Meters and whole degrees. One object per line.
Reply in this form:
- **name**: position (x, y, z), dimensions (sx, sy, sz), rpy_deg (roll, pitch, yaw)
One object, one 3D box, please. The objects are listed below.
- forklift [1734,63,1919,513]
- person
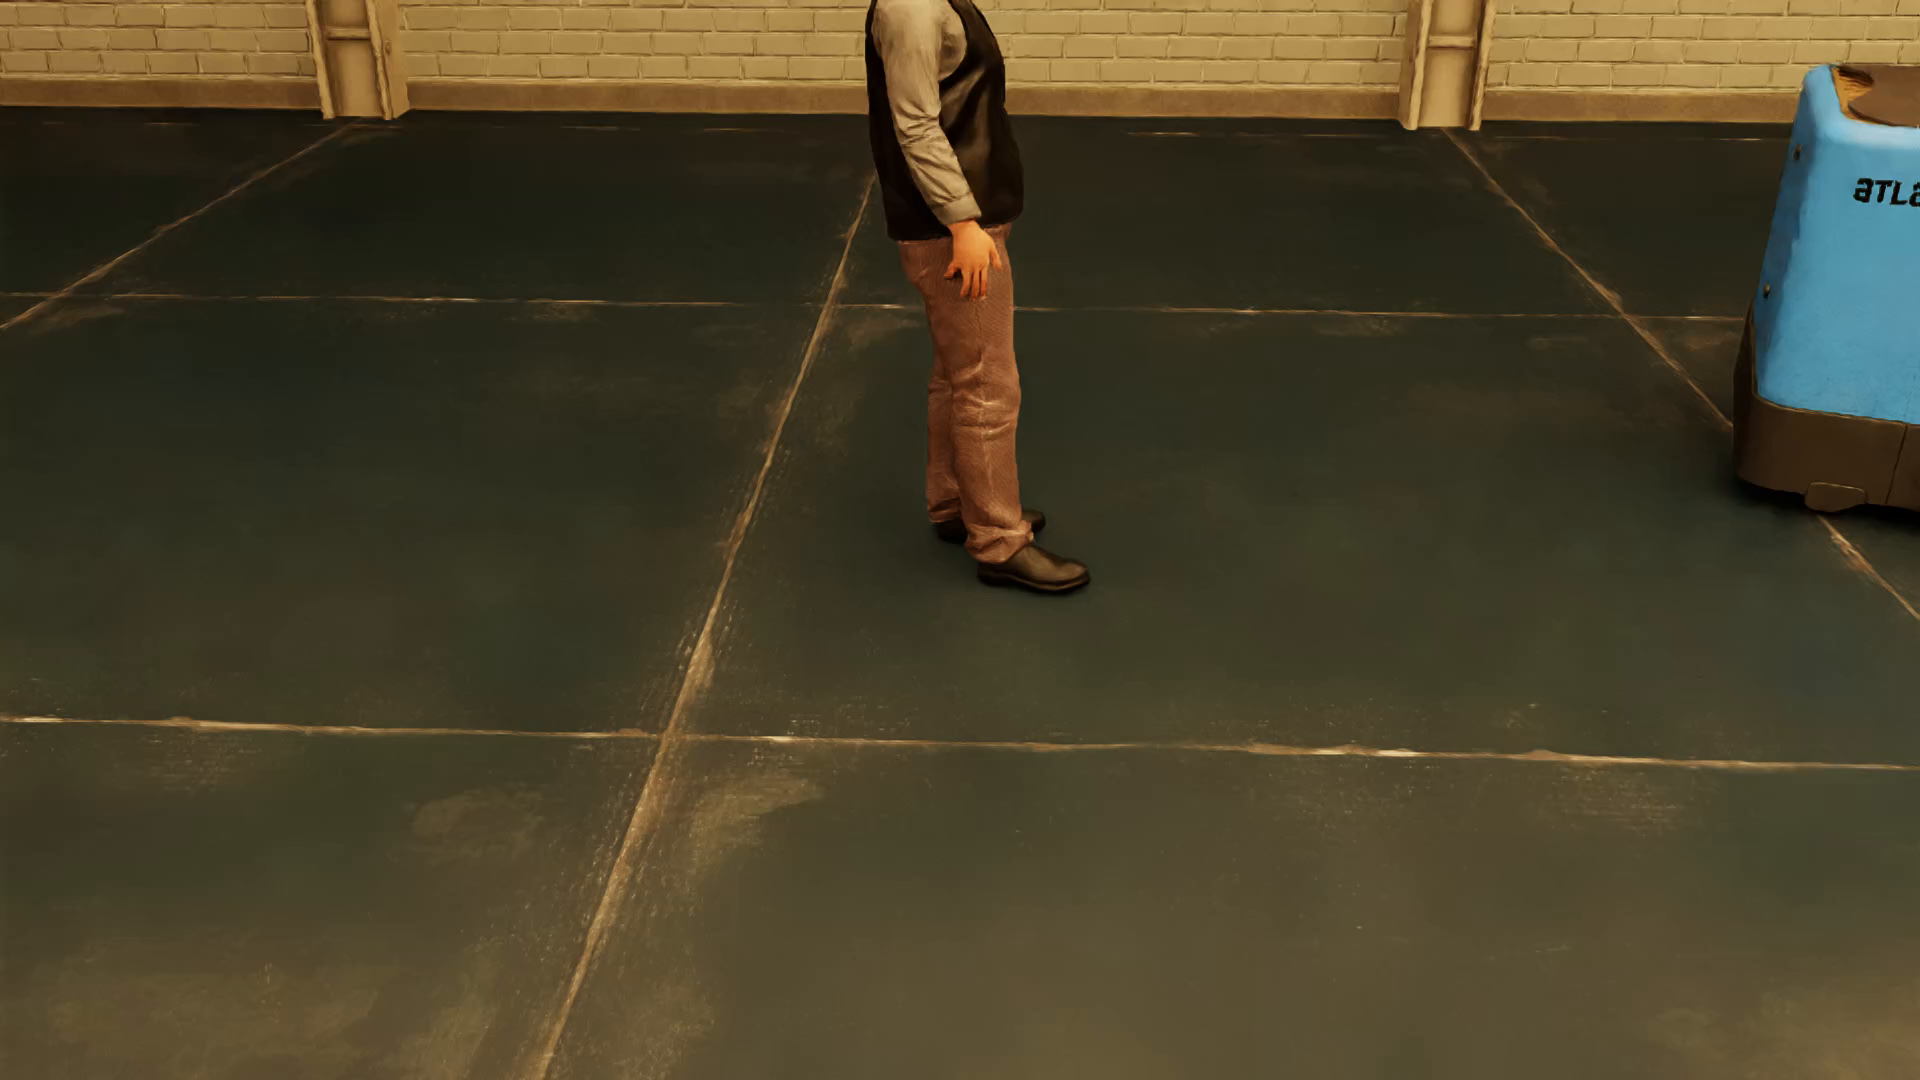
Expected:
- **forklift**: position (3.779, -1.364, 3.973), dimensions (3.031, 2.935, 1.130), rpy_deg (10, 28, 20)
- **person**: position (0.062, -0.773, 4.128), dimensions (0.567, 1.720, 0.632), rpy_deg (1, 26, 2)
